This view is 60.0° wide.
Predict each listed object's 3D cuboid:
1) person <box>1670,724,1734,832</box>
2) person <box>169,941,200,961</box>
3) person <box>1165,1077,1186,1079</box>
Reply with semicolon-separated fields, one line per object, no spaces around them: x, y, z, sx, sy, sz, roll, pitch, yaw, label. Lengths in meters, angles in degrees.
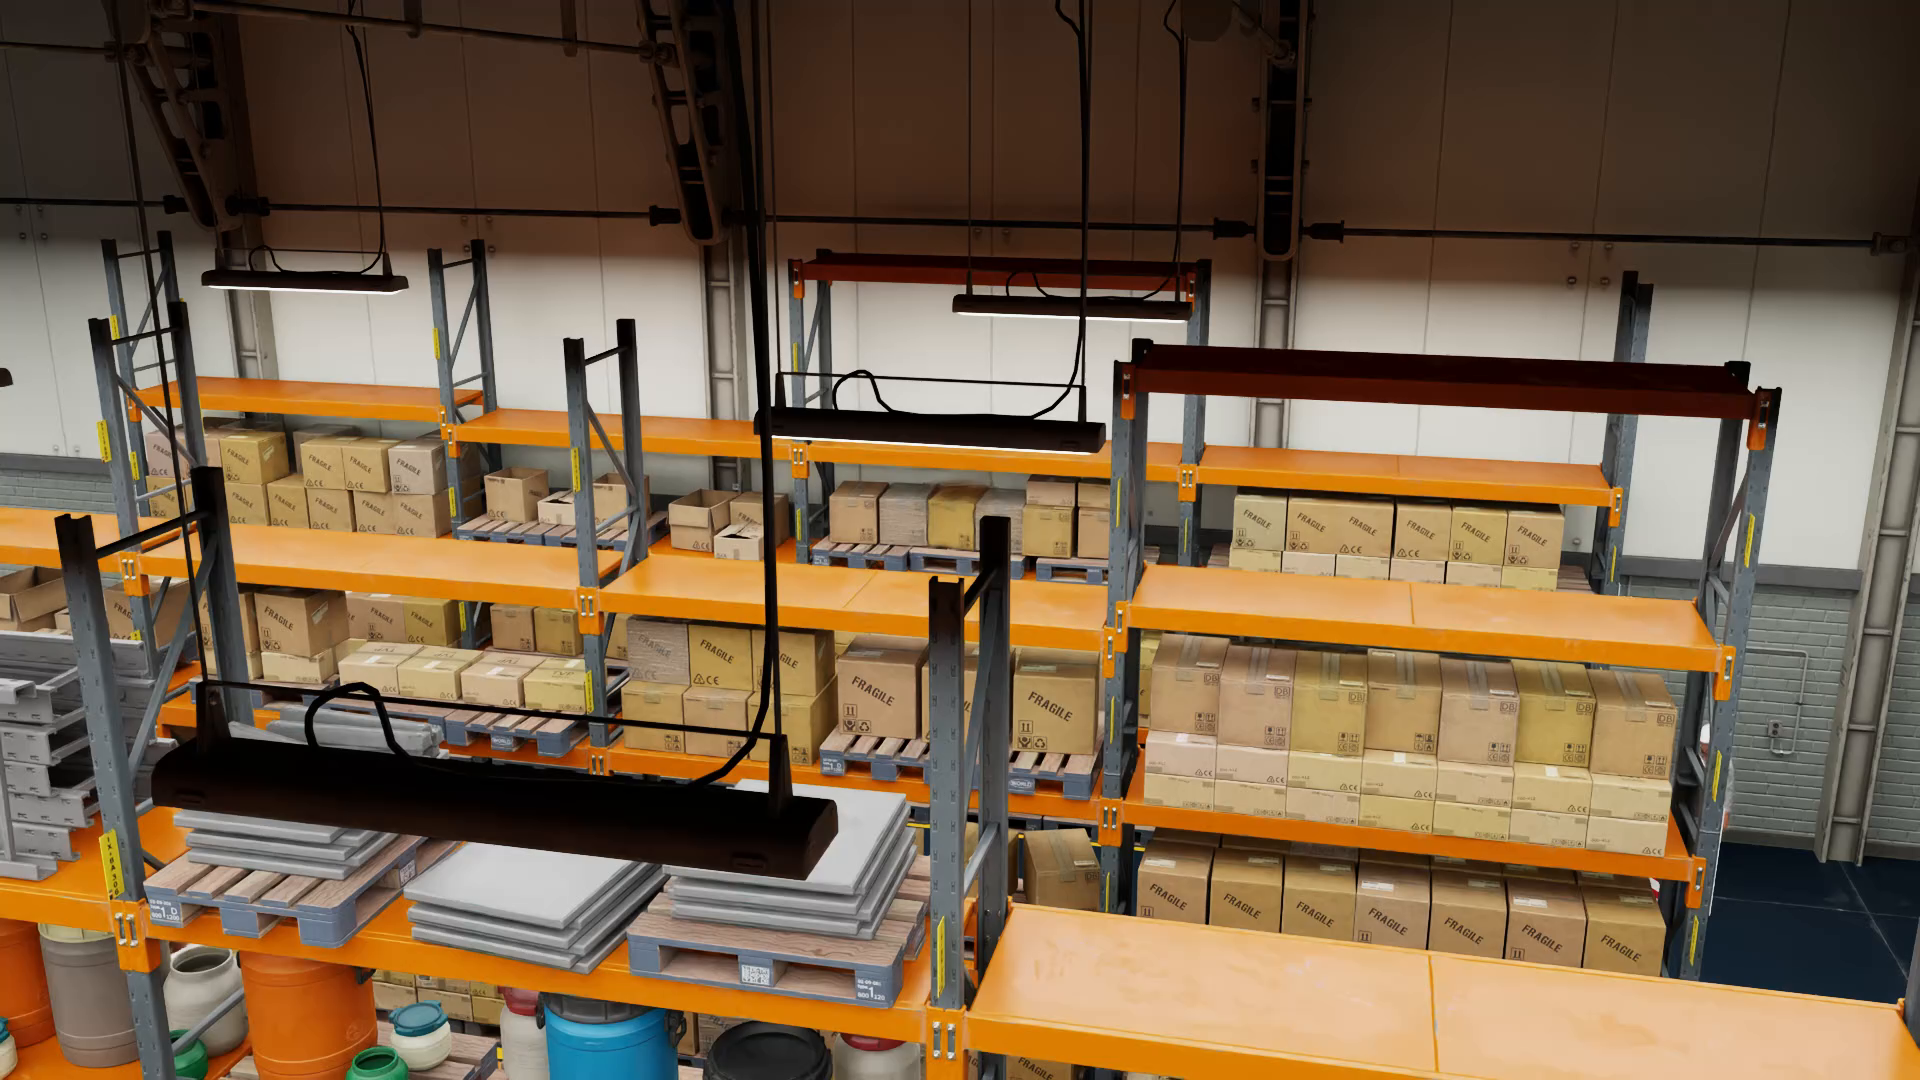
7.256;2.596;16.308;0.577;1.766;0.619;9;19;29;person
-5.883;3.657;12.736;0.722;1.766;0.714;3;17;11;person
1.560;4.159;11.070;0.979;1.725;0.544;3;17;10;person
